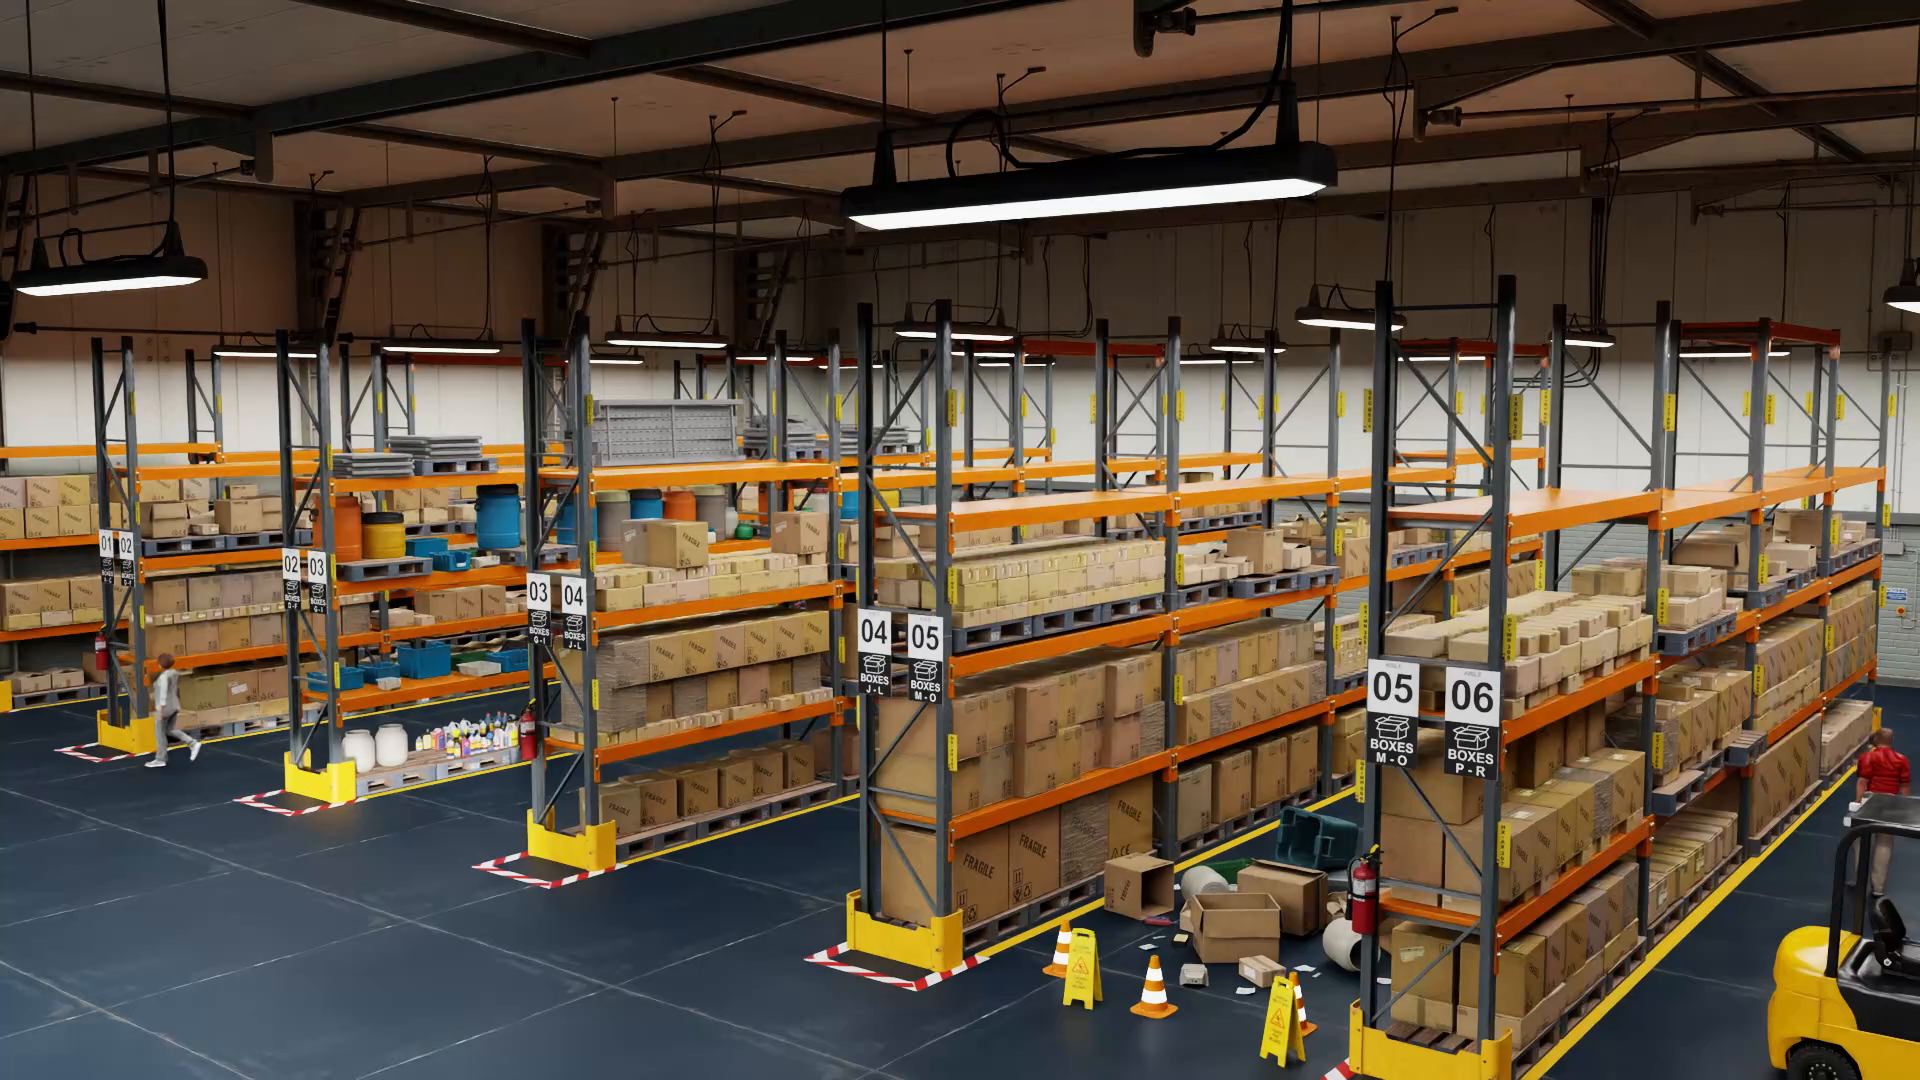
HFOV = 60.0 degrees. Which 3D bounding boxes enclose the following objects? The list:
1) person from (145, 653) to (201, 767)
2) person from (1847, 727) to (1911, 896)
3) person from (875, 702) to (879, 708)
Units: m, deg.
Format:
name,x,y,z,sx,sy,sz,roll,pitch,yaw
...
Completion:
name,x,y,z,sx,sy,sz,roll,pitch,yaw
person,-10.963,2.352,23.124,0.695,1.585,0.435,0,5,1
person,9.527,2.815,17.211,0.533,1.743,0.528,2,5,24
person,-1.400,1.791,26.520,0.502,1.774,0.607,-4,6,-36
